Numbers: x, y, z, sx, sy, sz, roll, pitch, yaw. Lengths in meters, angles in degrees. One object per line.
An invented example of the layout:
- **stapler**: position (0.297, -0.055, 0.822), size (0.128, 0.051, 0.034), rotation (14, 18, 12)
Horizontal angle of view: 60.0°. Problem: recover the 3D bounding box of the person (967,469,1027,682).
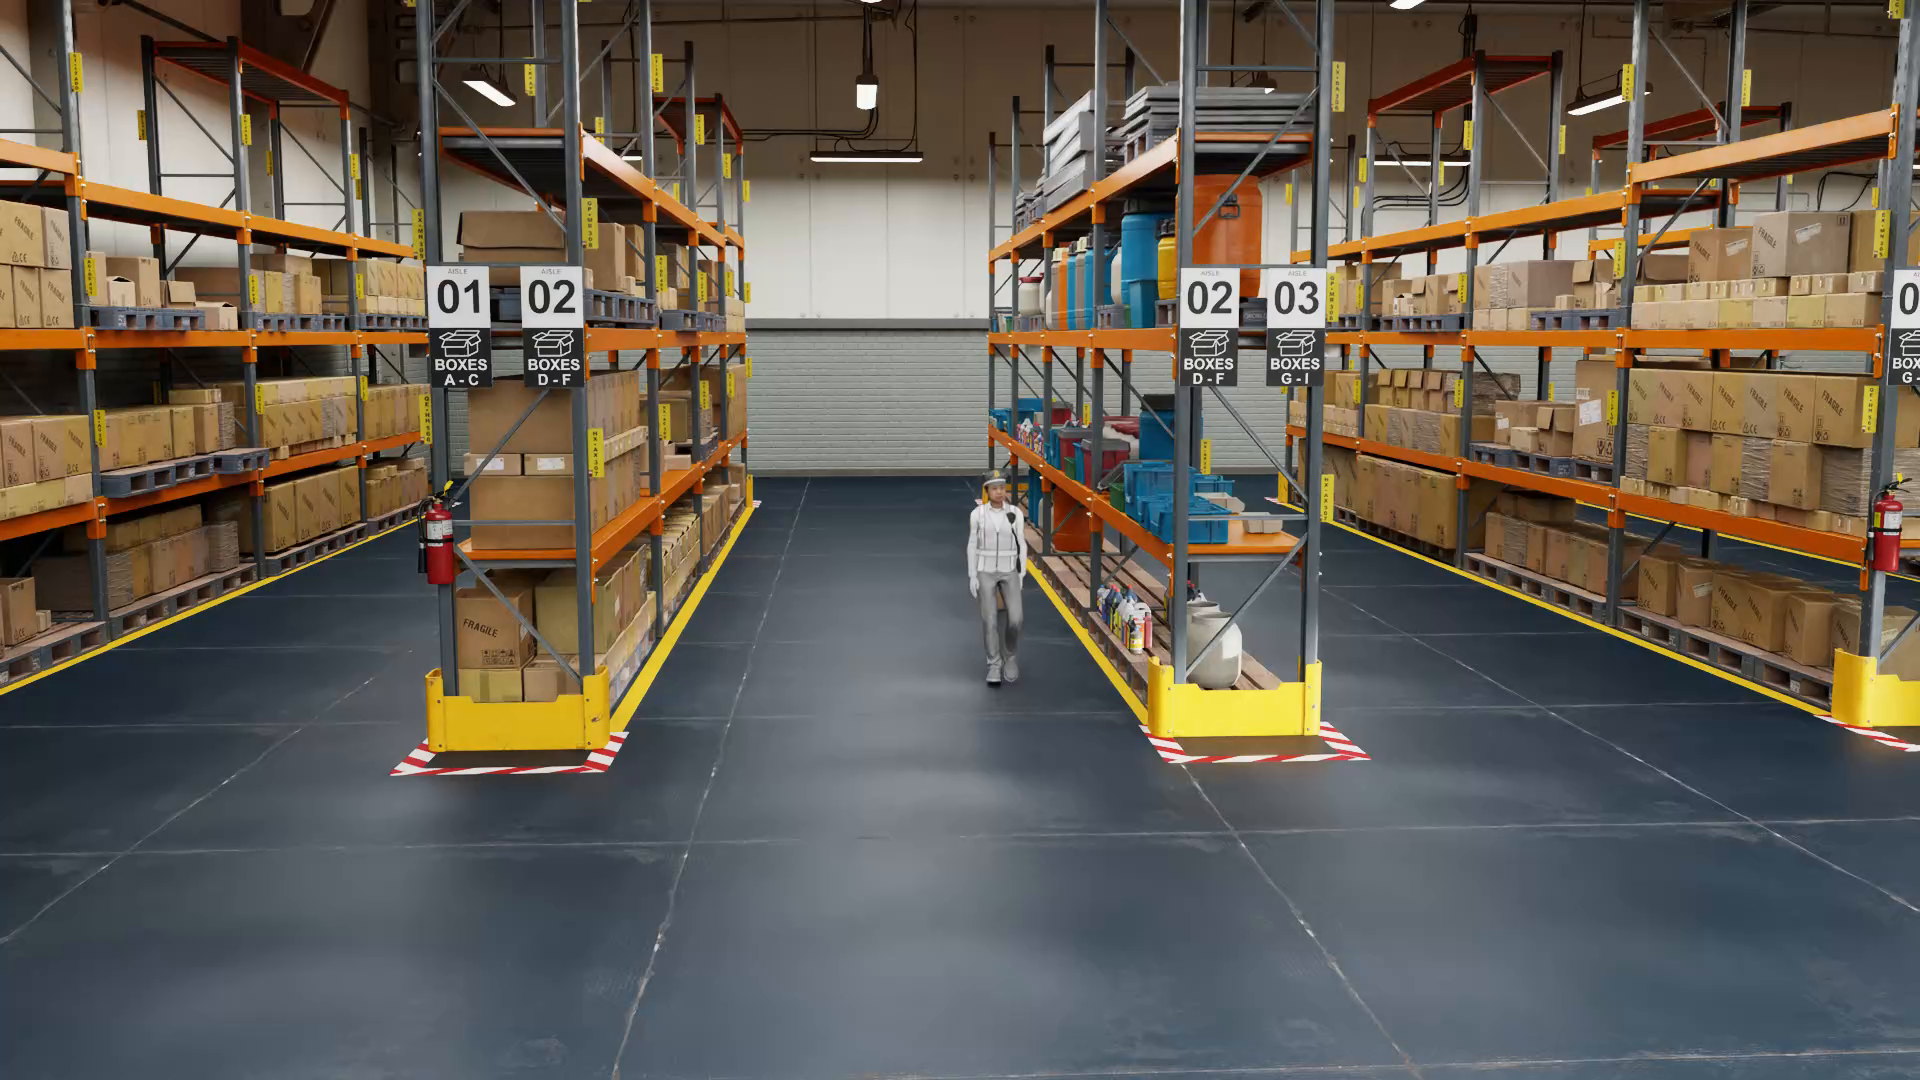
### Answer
- **person**: position (0.283, 0.290, 13.131), size (0.459, 1.702, 0.432), rotation (0, 7, -1)
